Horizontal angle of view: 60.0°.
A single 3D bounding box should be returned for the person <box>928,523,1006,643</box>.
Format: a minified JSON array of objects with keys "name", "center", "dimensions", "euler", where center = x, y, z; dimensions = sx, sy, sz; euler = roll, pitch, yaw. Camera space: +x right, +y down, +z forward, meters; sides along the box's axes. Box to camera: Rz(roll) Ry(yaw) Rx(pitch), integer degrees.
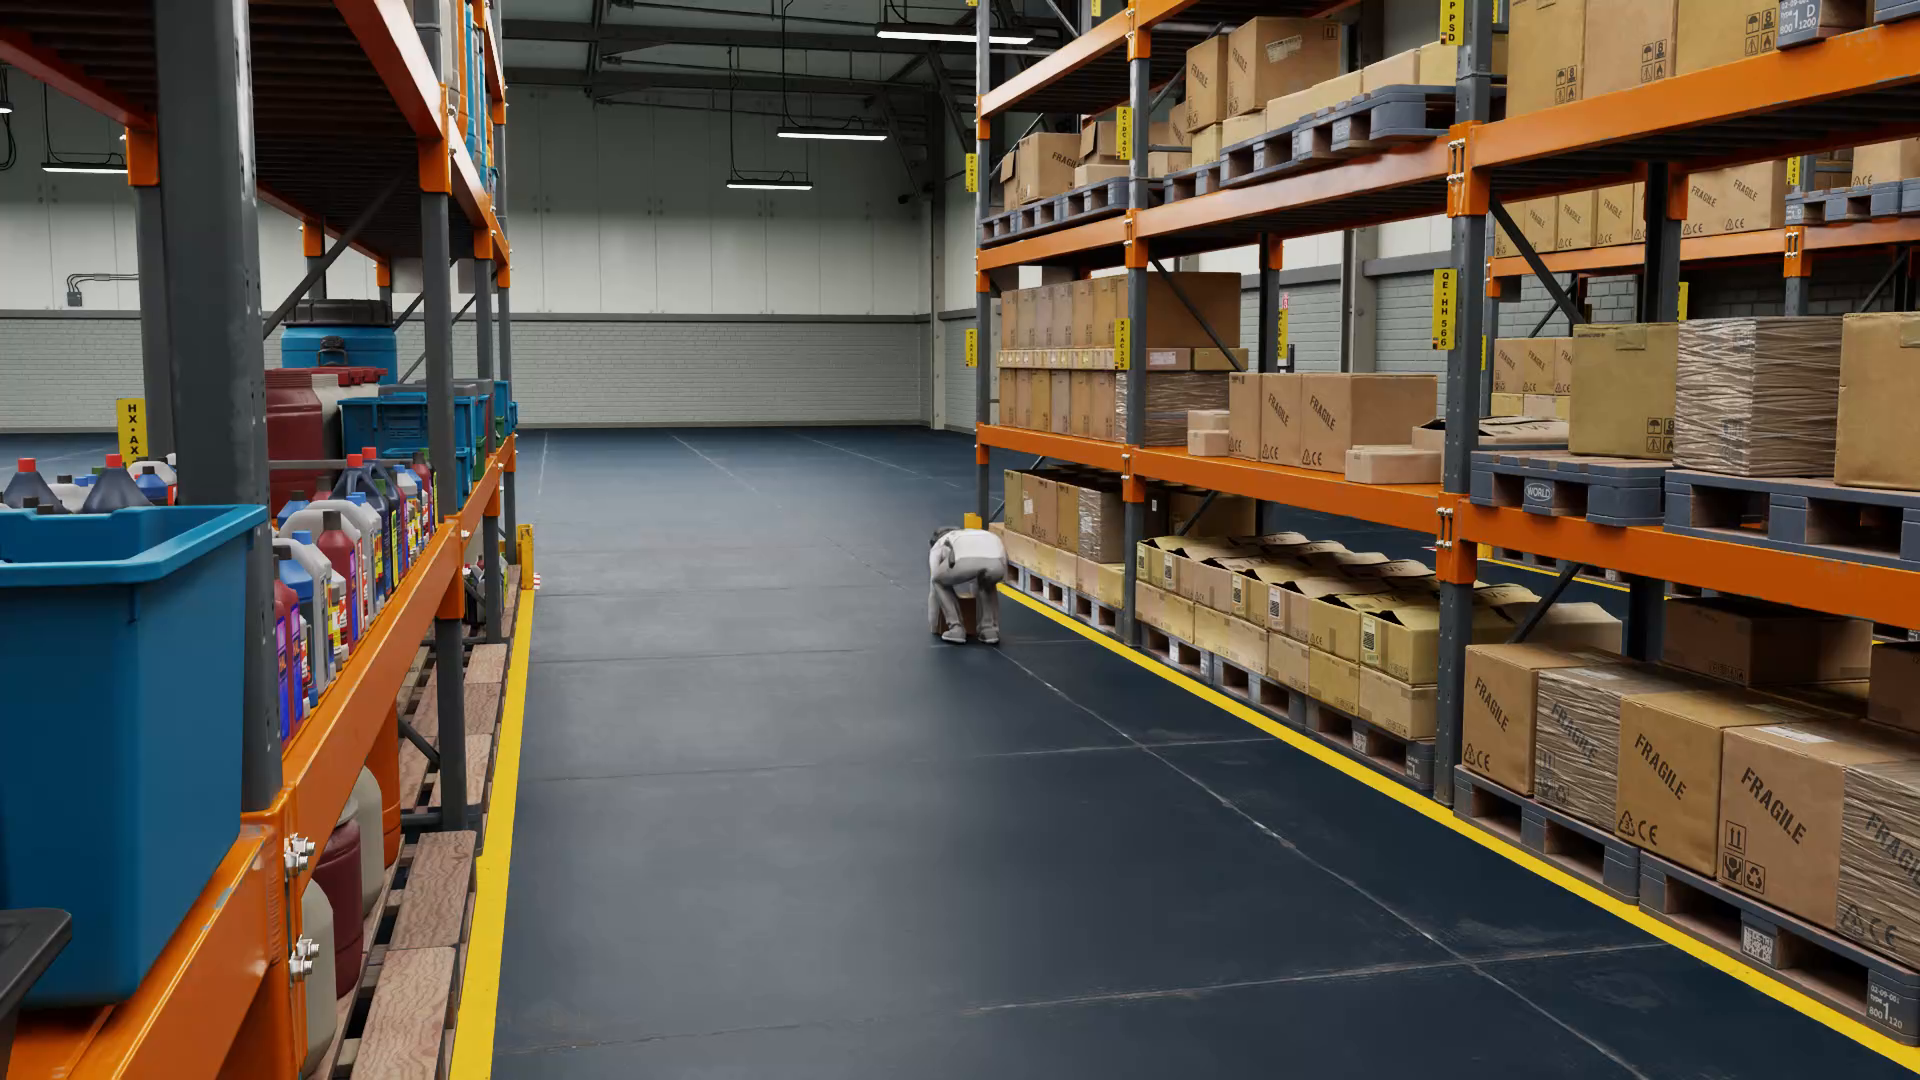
[{"name":"person","center":[0.039,0.278,11.175],"dimensions":[0.455,0.823,0.898],"euler":[-2,6,-15]}]
